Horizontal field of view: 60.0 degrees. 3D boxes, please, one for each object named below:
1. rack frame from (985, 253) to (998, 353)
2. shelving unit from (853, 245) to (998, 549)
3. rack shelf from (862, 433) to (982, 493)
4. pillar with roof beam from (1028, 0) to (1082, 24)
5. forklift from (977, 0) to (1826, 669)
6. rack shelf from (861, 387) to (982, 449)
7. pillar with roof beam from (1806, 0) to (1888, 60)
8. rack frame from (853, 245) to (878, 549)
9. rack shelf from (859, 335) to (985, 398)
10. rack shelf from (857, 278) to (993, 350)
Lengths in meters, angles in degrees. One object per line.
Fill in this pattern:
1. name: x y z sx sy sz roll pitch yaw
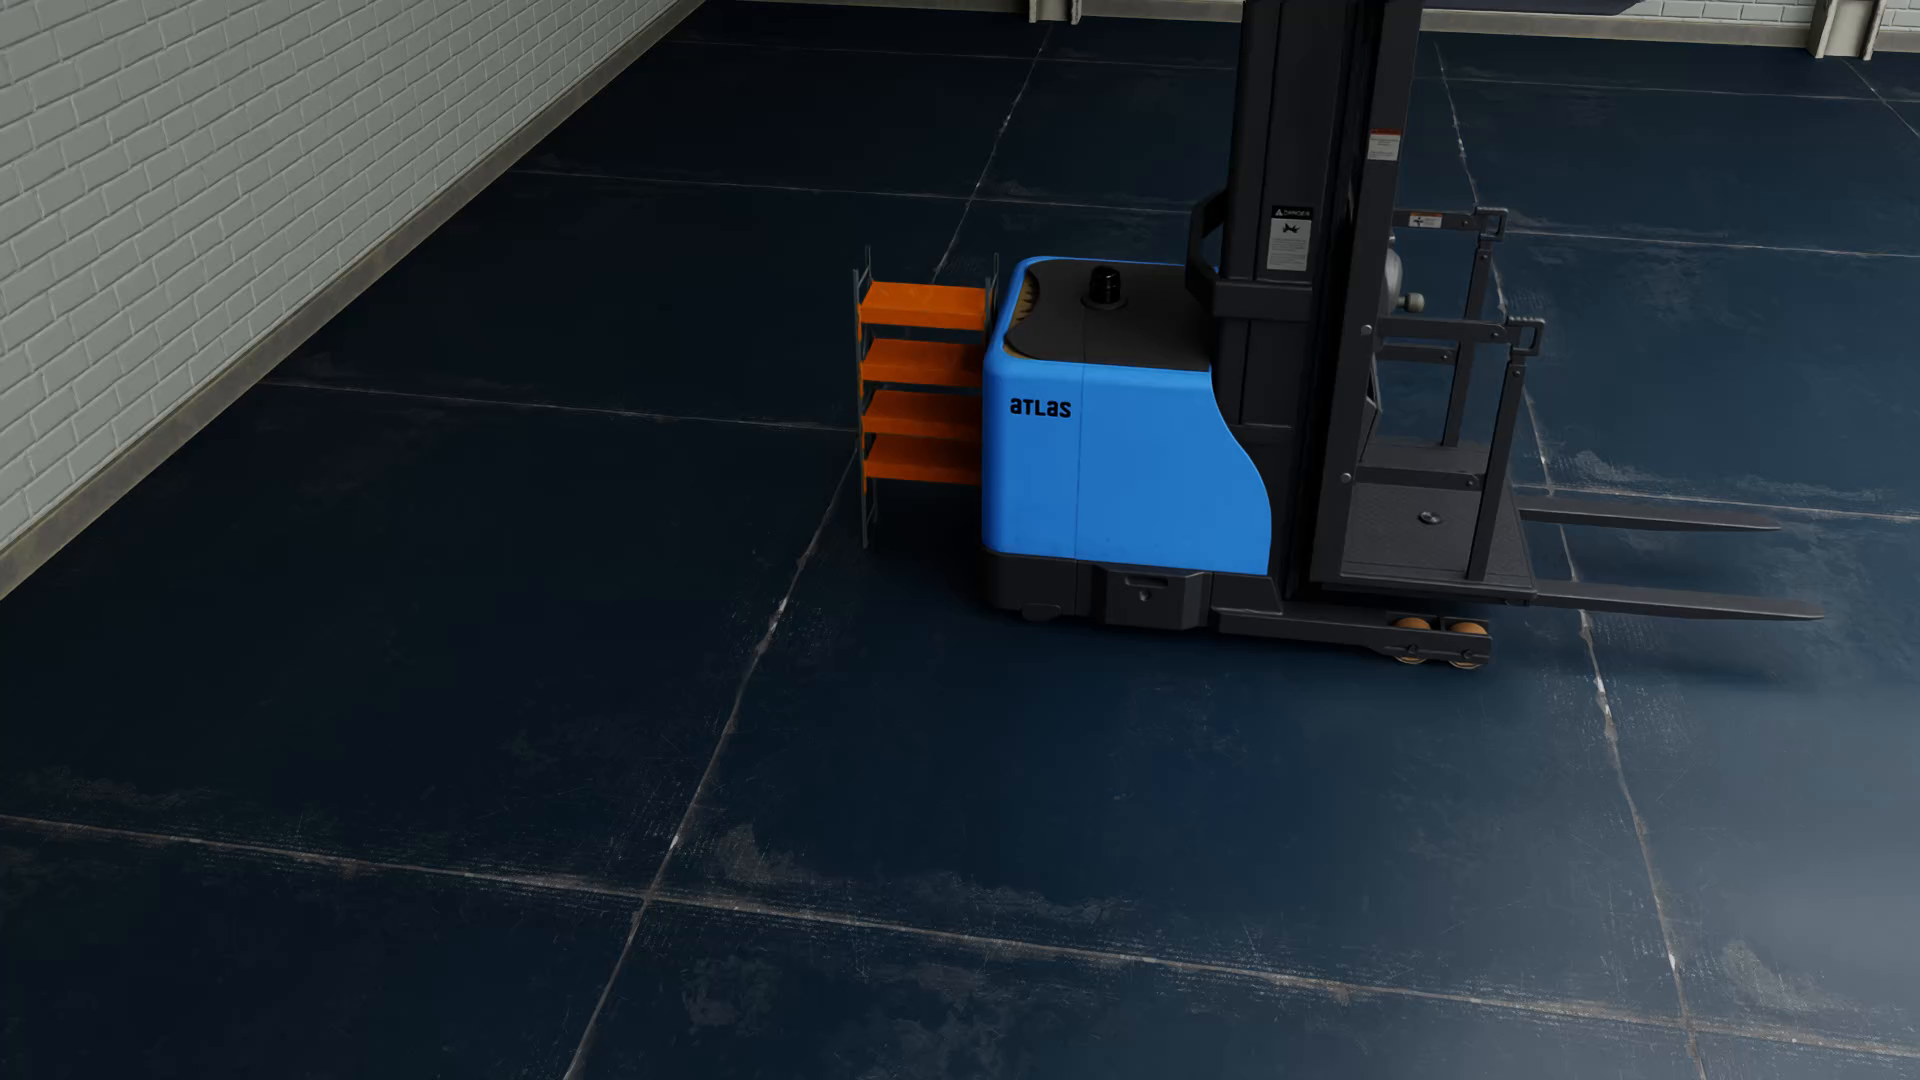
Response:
1. rack frame: 0.117 -0.497 6.412 0.015 1.200 0.240 5 32 8
2. shelving unit: -0.124 -0.517 6.445 0.503 1.200 0.258 5 32 8
3. rack shelf: -0.124 -0.291 6.586 0.480 0.148 0.258 5 32 8
4. pillar with roof beam: 0.050 -5.809 7.549 0.400 9.000 9.100 5 32 8
5. forklift: 1.628 -1.081 5.715 3.031 2.935 1.130 5 32 8
6. rack shelf: -0.124 -0.460 6.480 0.480 0.148 0.258 5 32 8
7. pillar with roof beam: 5.964 -5.274 6.694 0.400 9.000 9.100 5 32 8
8. rack frame: -0.365 -0.537 6.477 0.015 1.200 0.240 5 32 8
9. rack shelf: -0.124 -0.649 6.362 0.480 0.148 0.258 5 32 8
10. rack shelf: -0.124 -0.850 6.236 0.480 0.148 0.258 5 32 8
